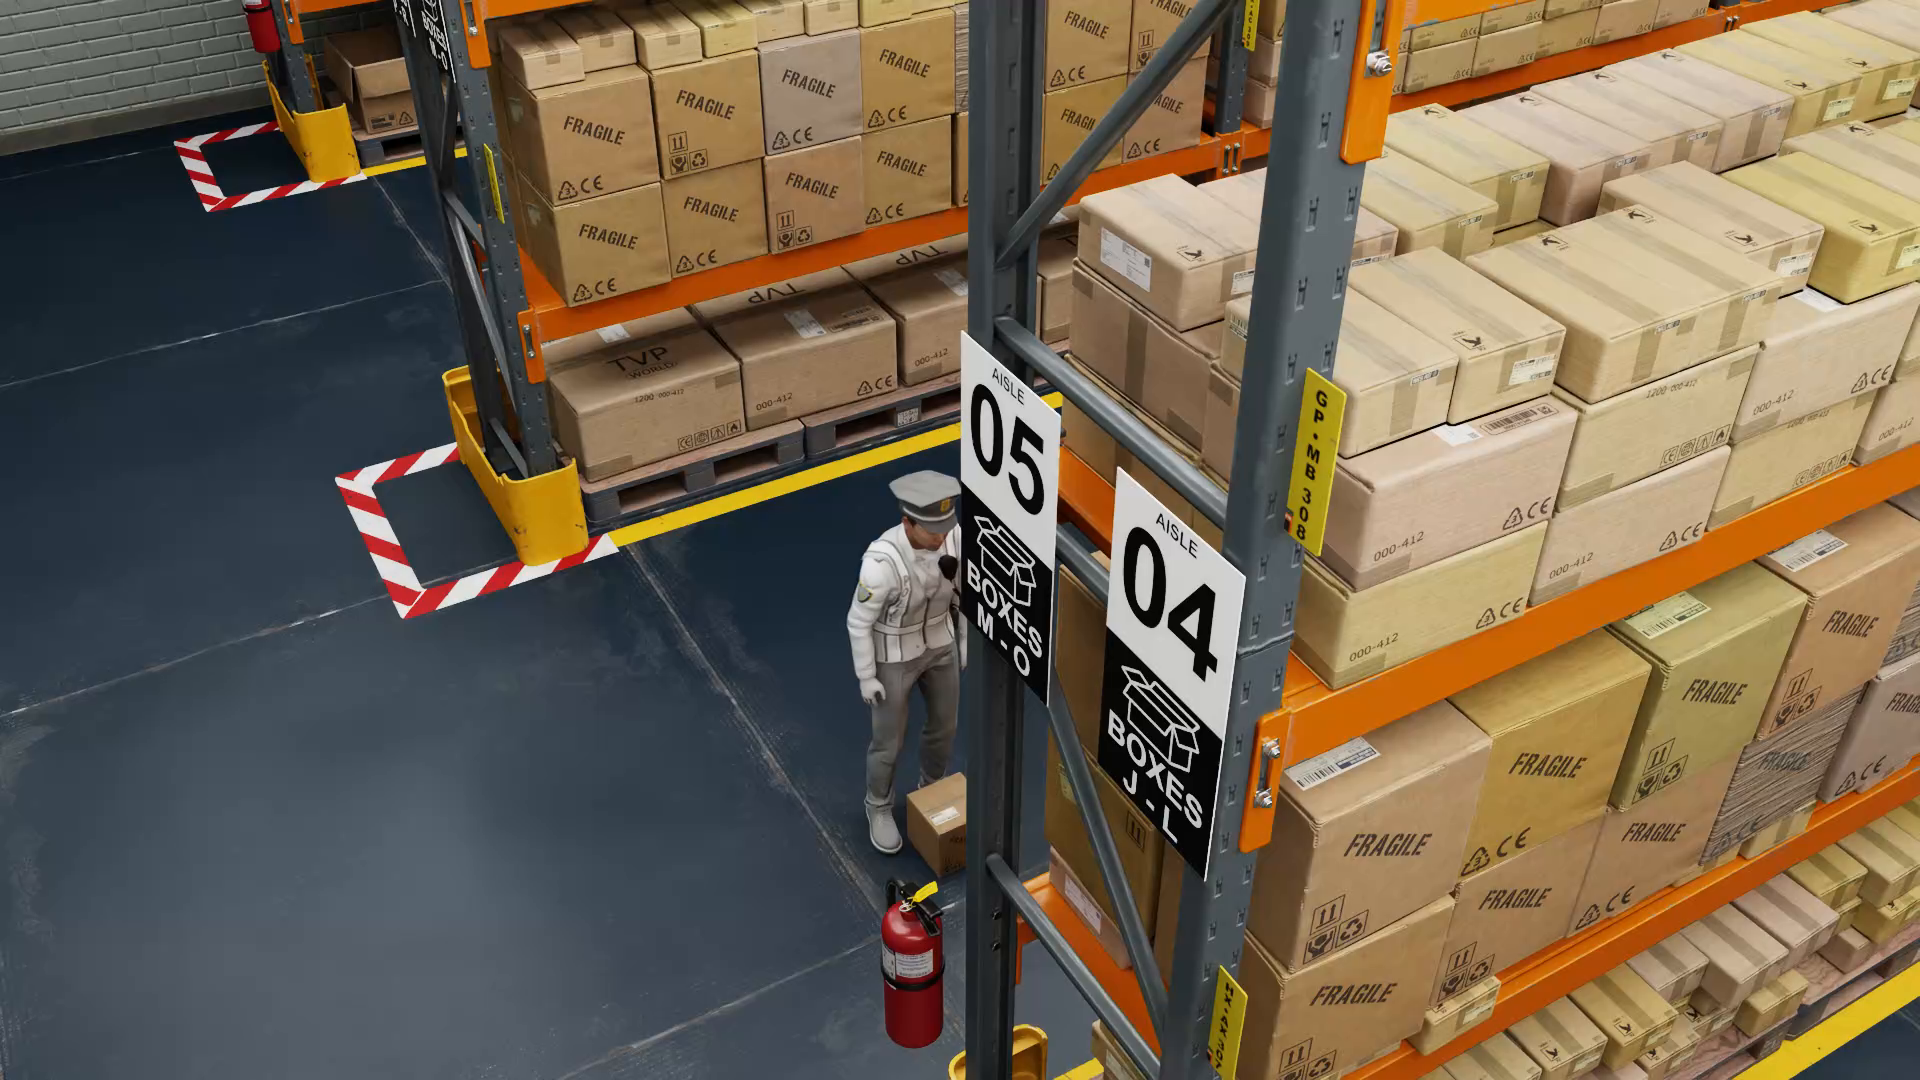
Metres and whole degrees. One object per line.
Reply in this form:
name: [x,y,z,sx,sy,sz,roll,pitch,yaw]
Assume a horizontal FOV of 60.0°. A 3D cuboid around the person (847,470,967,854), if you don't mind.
person: [-0.168,0.441,6.340,0.532,1.662,0.375,-21,42,-26]
